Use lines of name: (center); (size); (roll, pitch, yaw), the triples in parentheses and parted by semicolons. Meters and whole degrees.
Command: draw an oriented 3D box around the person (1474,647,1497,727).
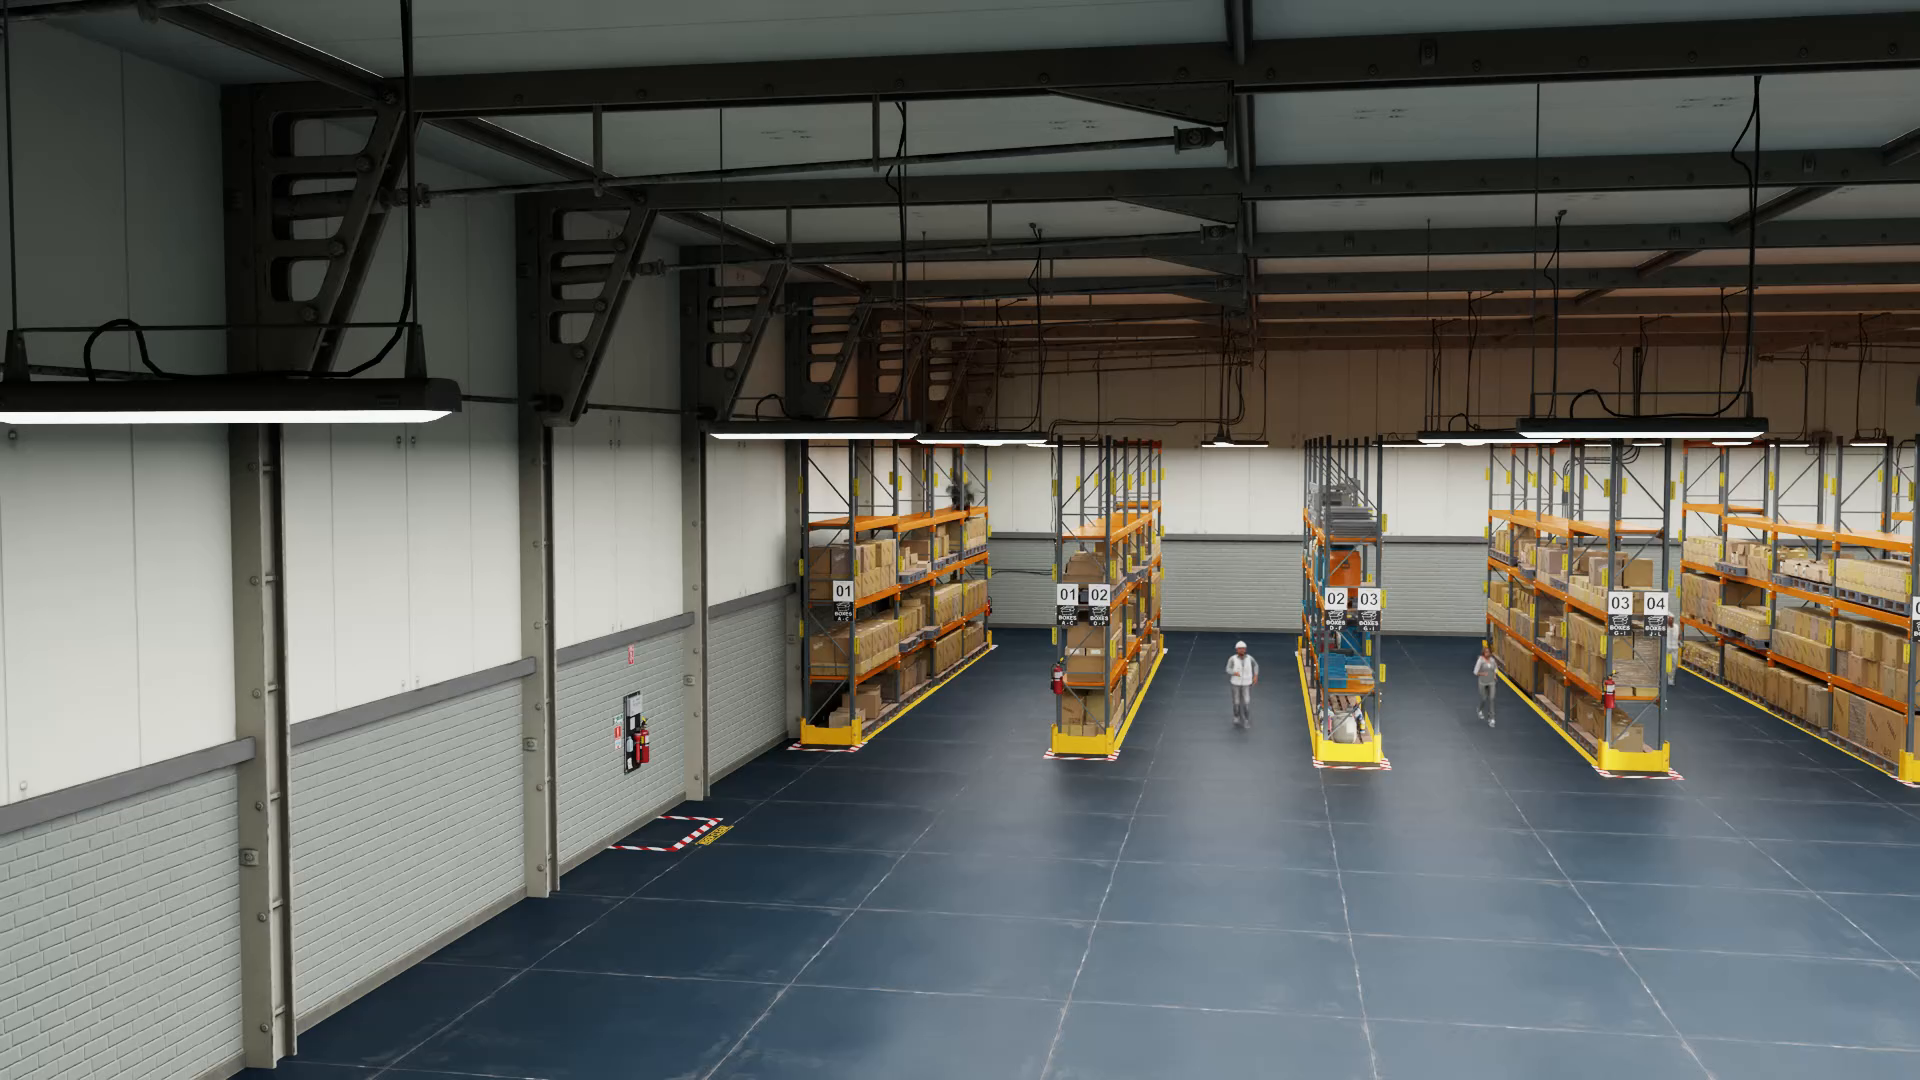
person: (10.988, 3.033, 34.724); (0.534, 1.615, 0.843); (0, 3, 2)

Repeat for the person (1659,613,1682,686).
person: (17.302, 2.655, 40.562); (0.678, 1.752, 0.808); (0, 3, 5)

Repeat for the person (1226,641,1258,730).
person: (5.806, 3.004, 34.253); (0.675, 1.850, 0.748); (0, 3, 5)

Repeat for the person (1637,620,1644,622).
person: (18.020, 2.458, 44.502); (0.767, 1.731, 0.724); (2, 4, 35)
